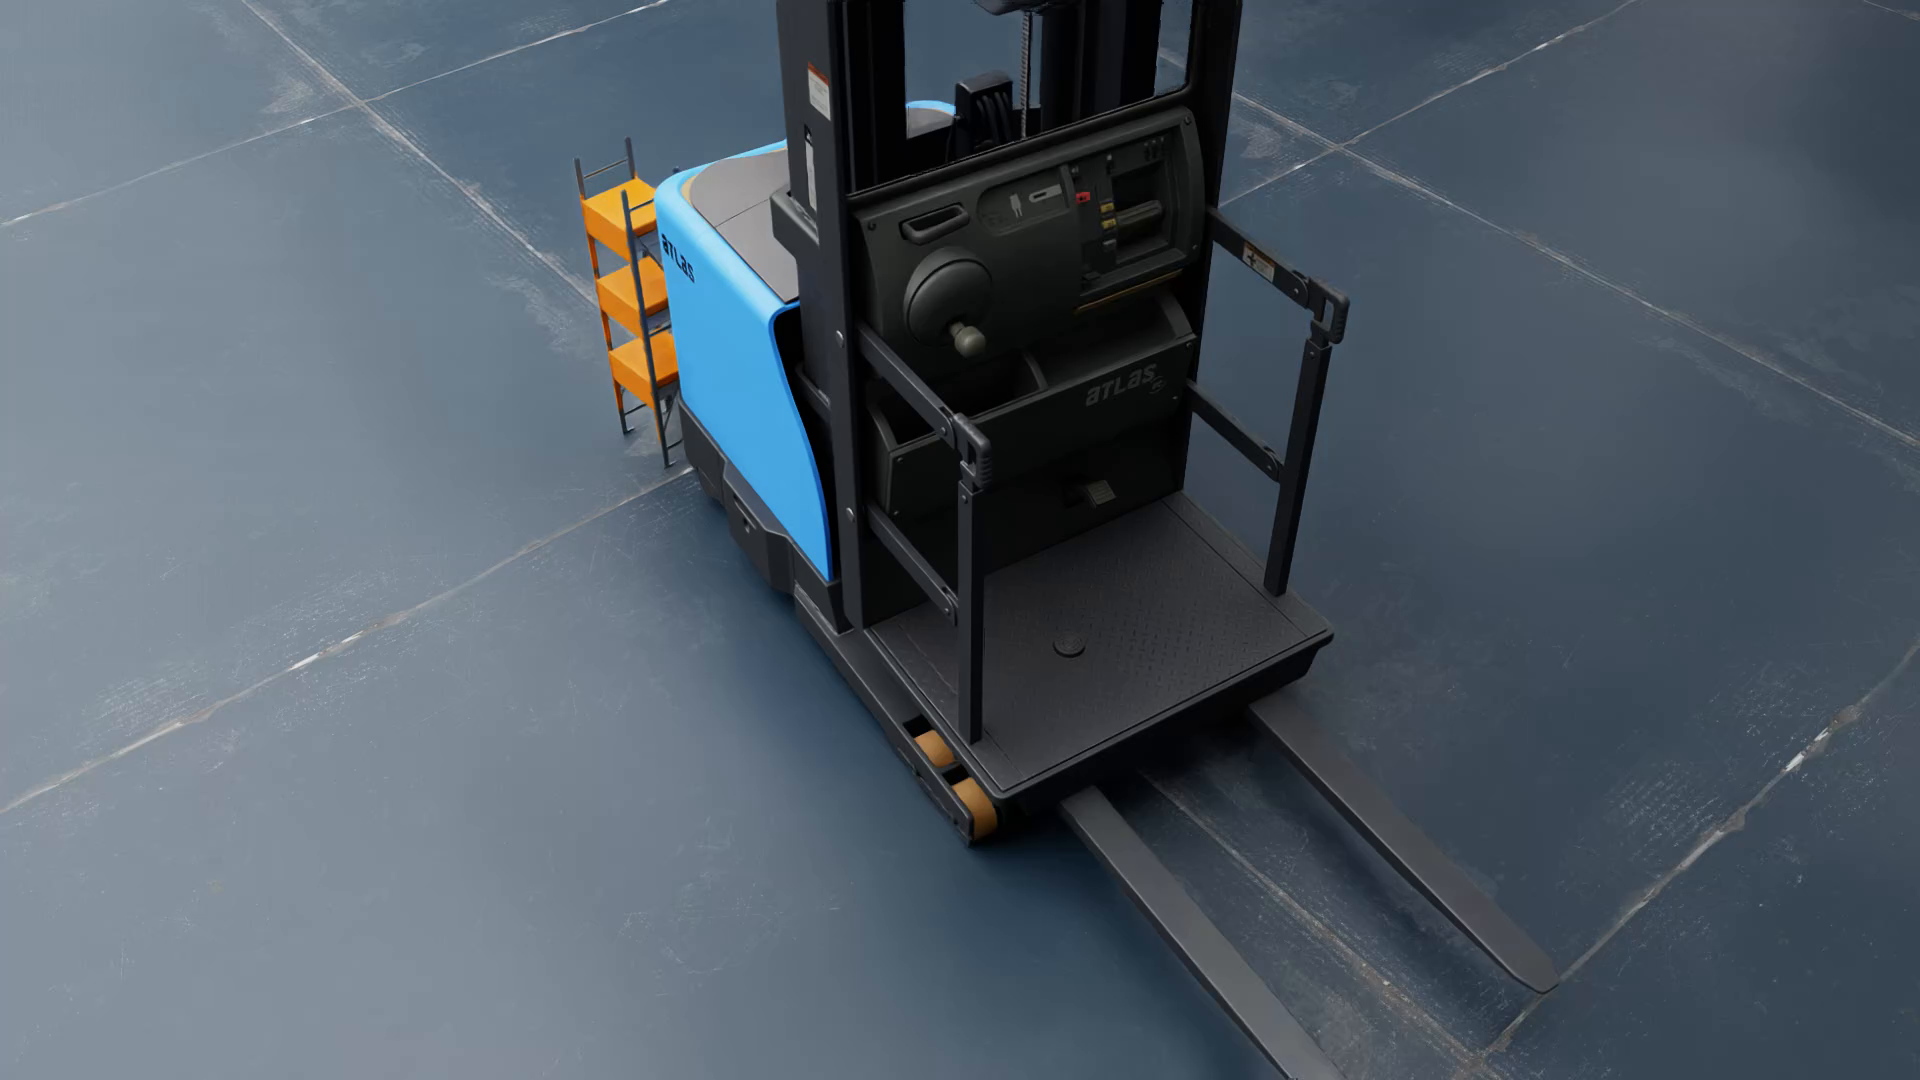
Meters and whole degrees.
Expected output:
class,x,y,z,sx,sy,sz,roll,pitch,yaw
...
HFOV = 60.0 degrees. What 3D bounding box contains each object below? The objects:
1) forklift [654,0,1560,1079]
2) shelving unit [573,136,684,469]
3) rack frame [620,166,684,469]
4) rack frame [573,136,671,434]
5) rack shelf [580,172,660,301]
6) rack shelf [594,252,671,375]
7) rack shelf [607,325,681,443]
class,x,y,z,sx,sy,sz,roll,pitch,yaw
forklift,0.304,-0.644,3.795,1.130,2.935,3.031,-23,48,-23
shelving unit,-0.986,-0.728,5.258,0.215,1.050,0.252,-33,52,-30
rack frame,-0.903,-0.667,5.193,0.200,1.050,0.008,-33,52,-30
rack frame,-1.069,-0.789,5.323,0.200,1.050,0.008,-33,52,-30
rack shelf,-0.986,-0.927,5.071,0.215,0.259,0.240,-33,52,-30
rack shelf,-0.986,-0.720,5.266,0.215,0.259,0.240,-33,52,-30
rack shelf,-0.986,-0.518,5.456,0.215,0.259,0.240,-33,52,-30
